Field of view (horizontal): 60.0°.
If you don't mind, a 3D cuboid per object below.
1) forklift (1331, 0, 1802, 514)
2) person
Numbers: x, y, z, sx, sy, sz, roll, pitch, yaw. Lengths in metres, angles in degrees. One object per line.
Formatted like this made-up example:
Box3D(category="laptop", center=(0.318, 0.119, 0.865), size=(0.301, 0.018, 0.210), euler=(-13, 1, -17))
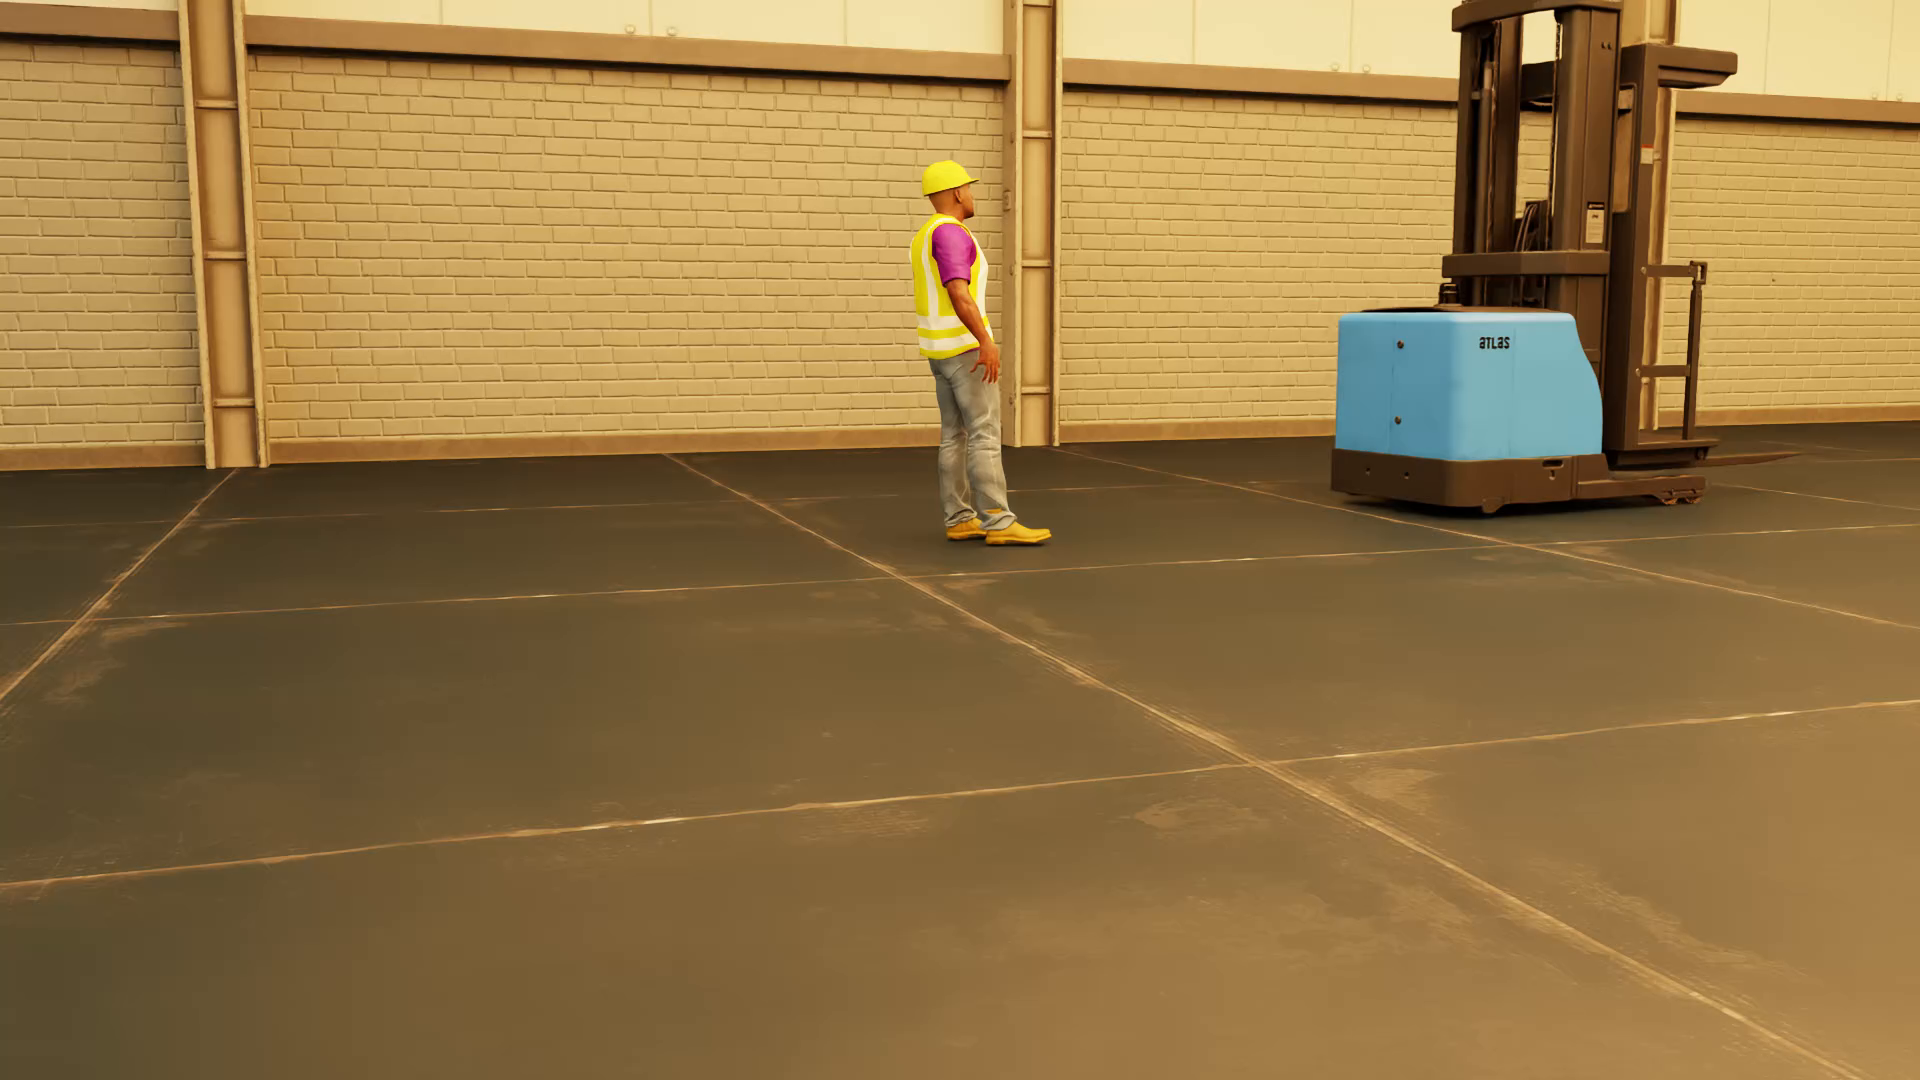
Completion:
Box3D(category="forklift", center=(3.660, -1.705, 9.582), size=(3.031, 2.935, 1.130), euler=(-4, 9, -28))
Box3D(category="person", center=(0.068, -0.885, 7.820), size=(0.577, 1.765, 0.665), euler=(-3, 8, -18))
